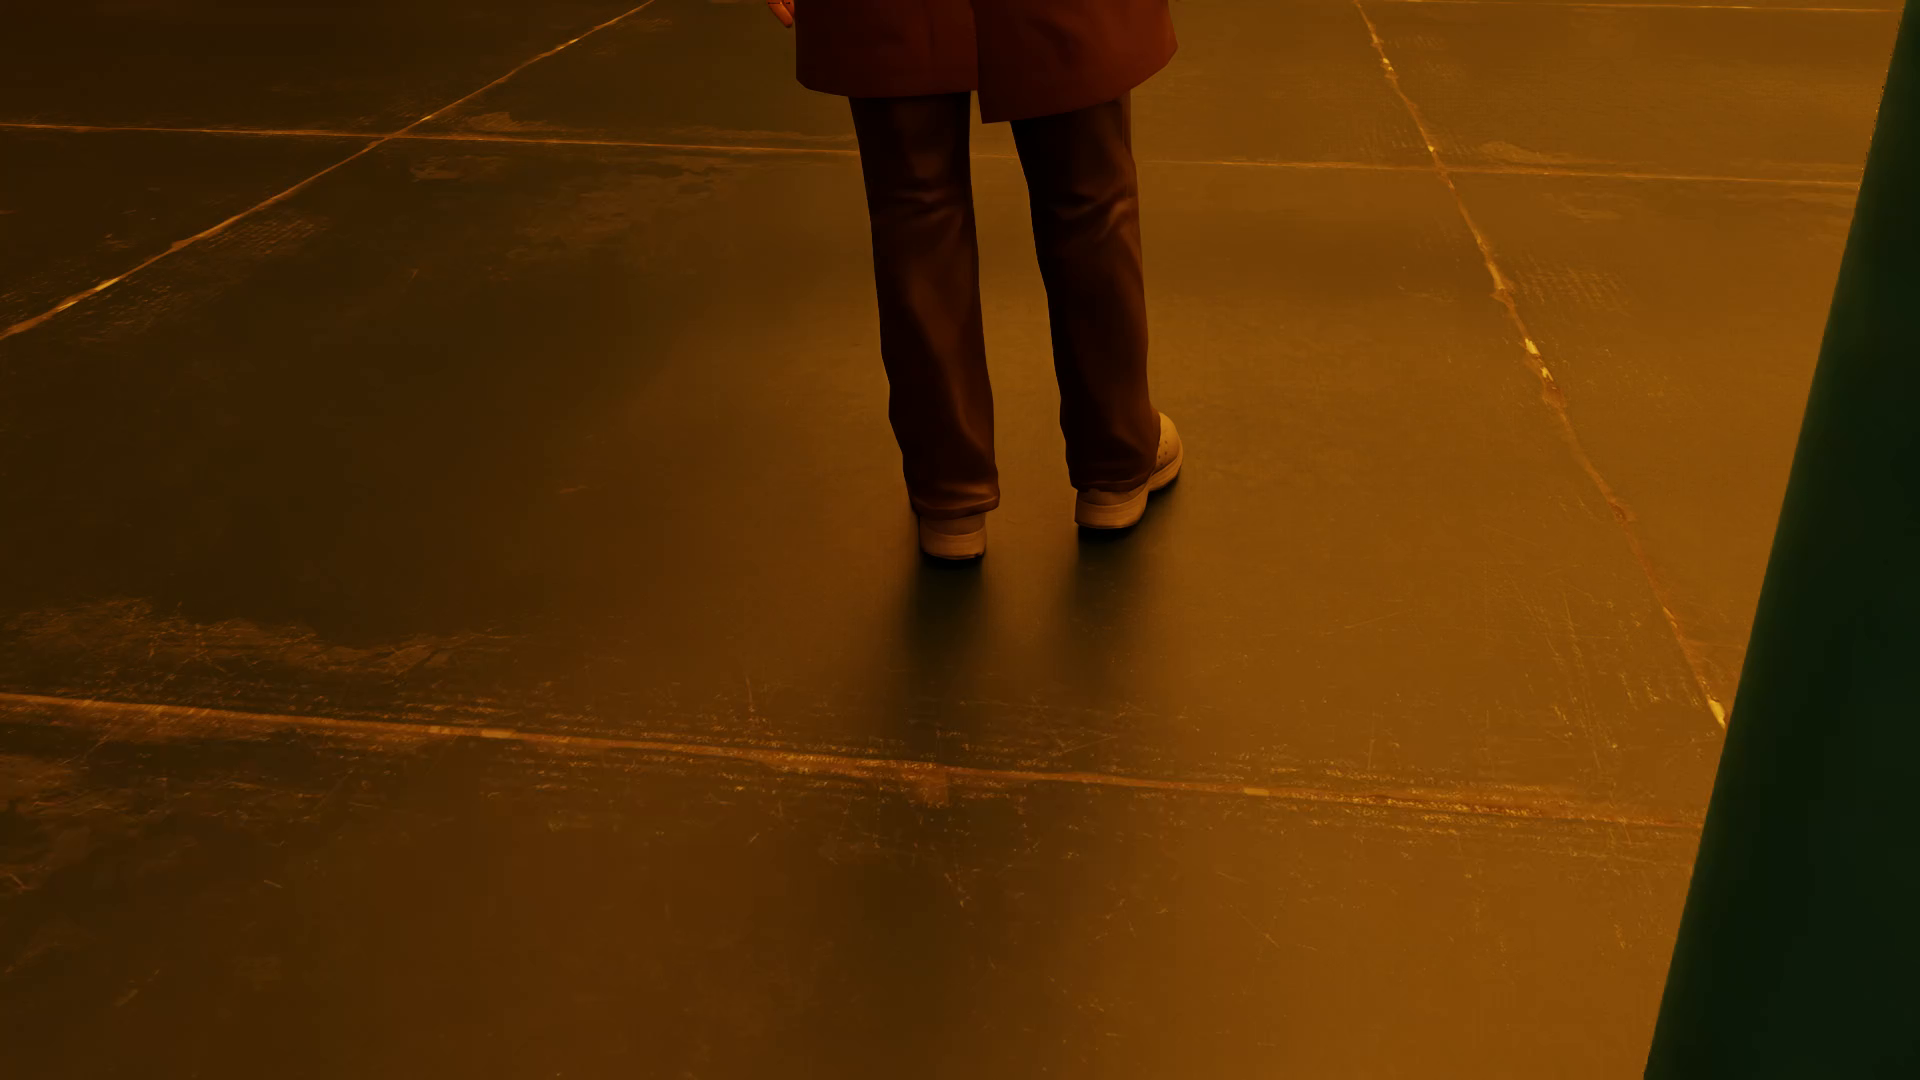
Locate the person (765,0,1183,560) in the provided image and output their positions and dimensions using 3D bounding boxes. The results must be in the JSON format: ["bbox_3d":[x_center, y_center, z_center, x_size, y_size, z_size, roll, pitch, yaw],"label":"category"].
[{"bbox_3d":[0.016,-0.842,2.181,0.696,1.778,0.579,3,27,7],"label":"person"}]
